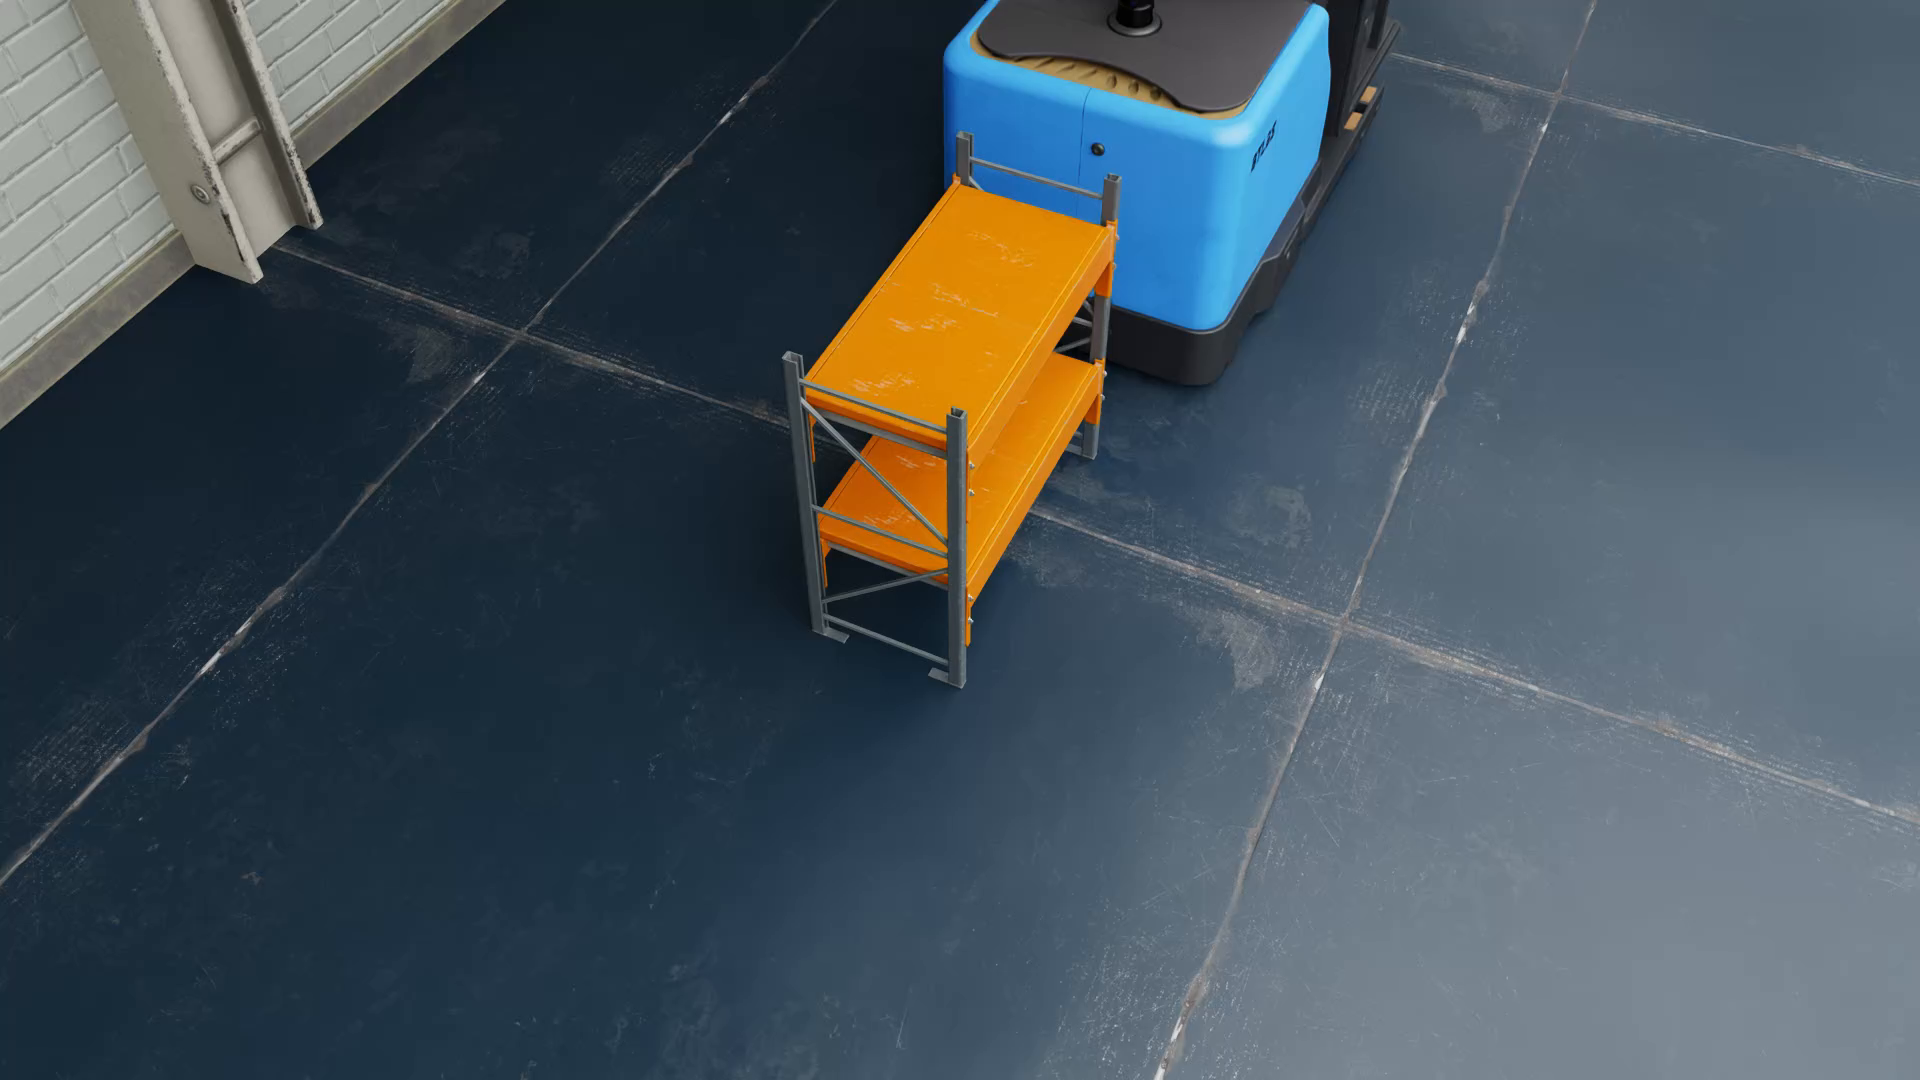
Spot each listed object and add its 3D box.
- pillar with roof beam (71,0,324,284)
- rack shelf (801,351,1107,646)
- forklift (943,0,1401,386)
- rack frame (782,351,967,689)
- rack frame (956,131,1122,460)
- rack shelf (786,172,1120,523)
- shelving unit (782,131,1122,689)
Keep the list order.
[{"bbox_3d":[1.273,-2.631,1.580,9.100,9.000,0.400,20,52,16],"label":"pillar with roof beam"},{"bbox_3d":[0.003,-0.211,5.012,0.538,0.278,1.000,20,52,16],"label":"rack shelf"},{"bbox_3d":[1.034,-2.604,5.541,1.130,2.935,3.031,21,53,17],"label":"forklift"},{"bbox_3d":[-0.214,-0.019,4.528,0.500,1.125,0.032,20,52,16],"label":"rack frame"},{"bbox_3d":[0.220,-0.719,5.123,0.500,1.125,0.032,20,52,16],"label":"rack frame"},{"bbox_3d":[0.003,-0.559,4.603,0.538,0.278,1.000,20,52,16],"label":"rack shelf"},{"bbox_3d":[0.003,-0.369,4.826,0.538,1.125,1.048,20,52,16],"label":"shelving unit"}]
